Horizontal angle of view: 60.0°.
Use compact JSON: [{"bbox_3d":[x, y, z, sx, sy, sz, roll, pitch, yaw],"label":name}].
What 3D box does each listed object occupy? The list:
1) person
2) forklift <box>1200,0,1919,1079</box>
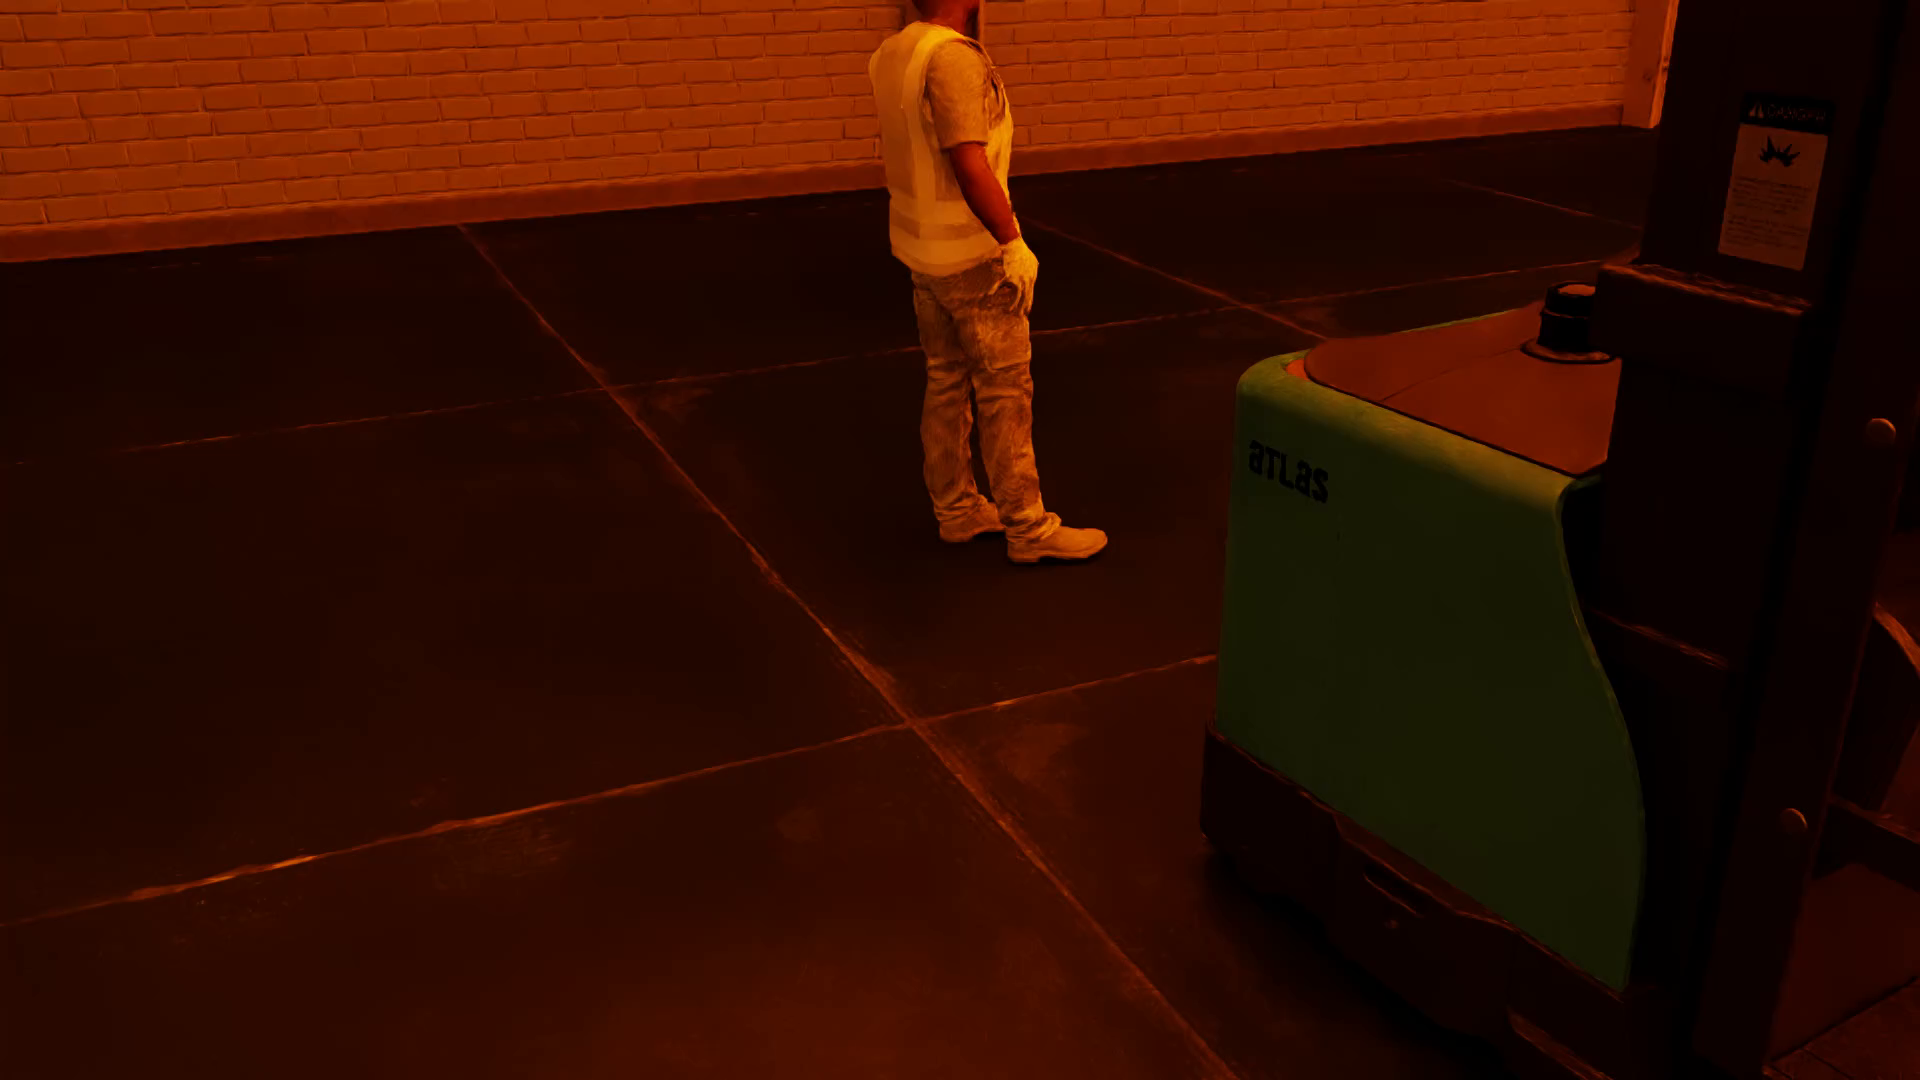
[{"bbox_3d":[0.069,-0.839,4.784,0.576,1.782,0.655,-10,25,-23],"label":"person"},{"bbox_3d":[1.702,-0.313,2.040,1.130,2.935,3.031,-13,26,-29],"label":"forklift"}]
